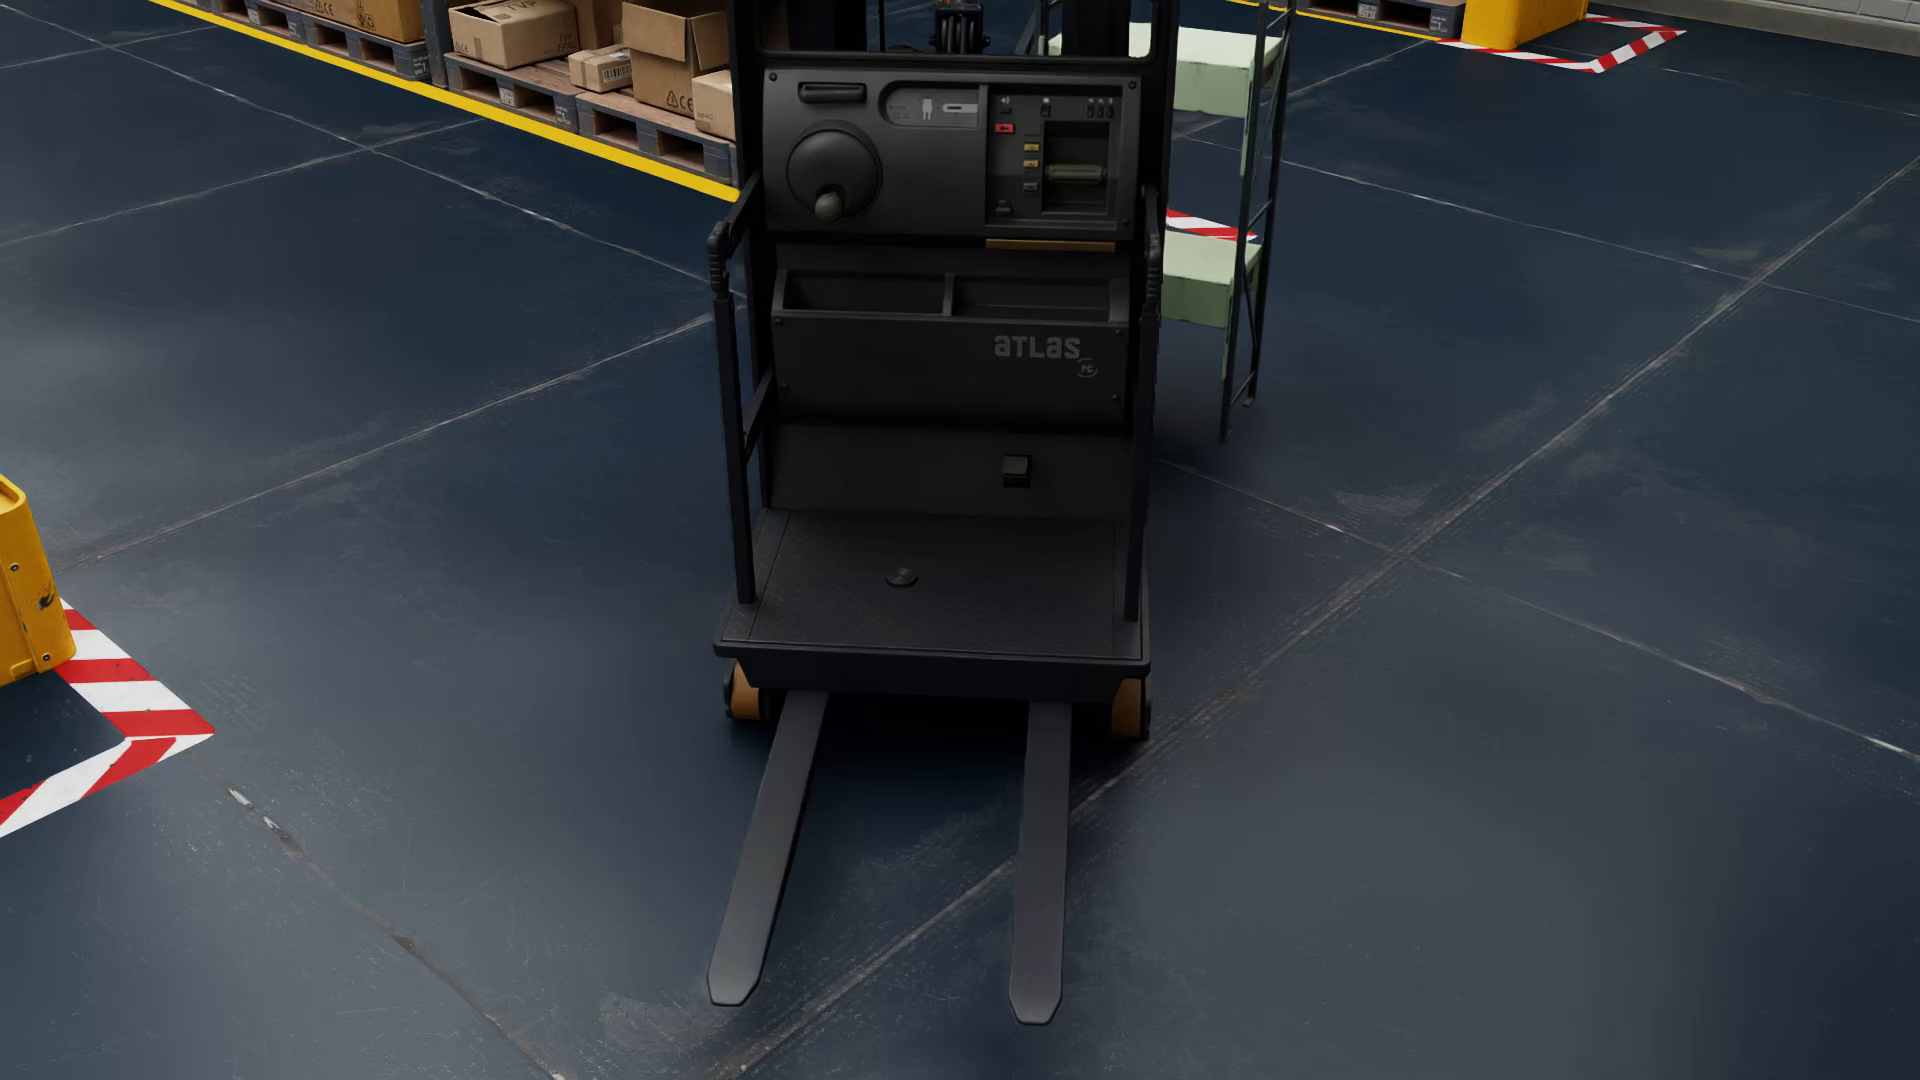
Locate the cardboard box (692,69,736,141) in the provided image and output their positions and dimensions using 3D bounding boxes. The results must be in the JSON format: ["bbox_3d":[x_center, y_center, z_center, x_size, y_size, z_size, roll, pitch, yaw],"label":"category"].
[{"bbox_3d":[-0.952,-2.137,8.131,0.500,0.250,0.500,25,39,35],"label":"cardboard box"}]

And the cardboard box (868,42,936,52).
[{"bbox_3d":[-0.268,-1.904,7.502,0.500,0.500,0.500,25,39,35],"label":"cardboard box"}]

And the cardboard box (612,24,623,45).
[{"bbox_3d":[-1.734,-2.848,9.411,0.250,0.149,0.380,25,39,35],"label":"cardboard box"}]

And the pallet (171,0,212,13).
[{"bbox_3d":[-5.103,-3.994,11.679,1.213,0.211,1.003,25,39,35],"label":"pallet"}]

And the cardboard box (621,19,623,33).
[{"bbox_3d":[-1.496,-2.765,9.115,0.500,0.311,0.500,25,39,35],"label":"cardboard box"}]

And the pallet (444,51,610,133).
[{"bbox_3d":[-2.156,-2.644,9.438,1.213,0.211,1.003,25,39,35],"label":"pallet"}]

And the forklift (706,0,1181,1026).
[{"bbox_3d":[-0.038,-0.911,3.921,1.130,2.935,3.031,2,31,4],"label":"forklift"}]

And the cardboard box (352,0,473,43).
[{"bbox_3d":[-3.223,-3.256,9.747,0.500,0.500,0.500,25,39,35],"label":"cardboard box"}]

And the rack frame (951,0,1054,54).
[{"bbox_3d":[0.301,-2.692,6.814,0.127,3.000,1.000,25,39,35],"label":"rack frame"}]

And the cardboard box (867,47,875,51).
[{"bbox_3d":[-0.653,-2.346,8.478,0.500,0.250,0.500,25,39,35],"label":"cardboard box"}]

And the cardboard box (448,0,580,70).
[{"bbox_3d":[-2.499,-2.885,9.315,0.500,0.311,0.500,25,39,35],"label":"cardboard box"}]

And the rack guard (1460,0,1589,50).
[{"bbox_3d":[3.640,-3.509,10.594,0.348,0.500,1.175,25,39,35],"label":"rack guard"}]

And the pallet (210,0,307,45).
[{"bbox_3d":[-4.202,-3.571,10.978,1.213,0.211,1.003,25,39,35],"label":"pallet"}]

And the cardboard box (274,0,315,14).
[{"bbox_3d":[-3.956,-3.604,10.325,0.500,0.500,0.500,26,39,36],"label":"cardboard box"}]

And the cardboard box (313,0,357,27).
[{"bbox_3d":[-3.584,-3.430,10.036,0.500,0.500,0.500,25,39,35],"label":"cardboard box"}]

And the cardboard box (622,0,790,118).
[{"bbox_3d":[-1.269,-2.548,8.567,0.637,0.503,0.797,25,39,35],"label":"cardboard box"}]

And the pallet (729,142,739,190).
[{"bbox_3d":[-0.347,-1.800,8.035,1.213,0.211,1.003,25,39,35],"label":"pallet"}]

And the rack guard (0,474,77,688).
[{"bbox_3d":[-2.999,0.275,4.309,0.348,0.500,1.175,25,39,35],"label":"rack guard"}]

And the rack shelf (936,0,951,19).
[{"bbox_3d":[-1.182,-3.076,8.150,4.000,0.370,1.077,25,39,35],"label":"rack shelf"}]

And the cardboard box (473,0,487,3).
[{"bbox_3d":[-2.860,-3.455,10.078,0.500,0.500,0.500,23,38,33],"label":"cardboard box"}]

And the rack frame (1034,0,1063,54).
[{"bbox_3d":[0.333,-1.237,5.847,0.023,1.500,0.400,13,33,21],"label":"rack frame"}]

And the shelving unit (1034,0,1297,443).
[{"bbox_3d":[0.666,-1.159,5.717,0.755,1.500,0.431,13,33,21],"label":"shelving unit"}]

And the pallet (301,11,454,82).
[{"bbox_3d":[-3.293,-3.149,10.277,1.213,0.211,1.003,25,39,35],"label":"pallet"}]

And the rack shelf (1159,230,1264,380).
[{"bbox_3d":[0.665,-0.878,5.883,0.720,0.370,0.431,13,33,21],"label":"rack shelf"}]

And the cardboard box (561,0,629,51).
[{"bbox_3d":[-2.052,-3.106,9.498,0.500,0.500,0.500,25,39,35],"label":"cardboard box"}]

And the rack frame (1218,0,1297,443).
[{"bbox_3d":[0.999,-1.081,5.587,0.023,1.500,0.400,13,33,21],"label":"rack frame"}]

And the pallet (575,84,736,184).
[{"bbox_3d":[-1.248,-2.222,8.736,1.213,0.211,1.003,25,39,35],"label":"pallet"}]

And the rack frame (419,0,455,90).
[{"bbox_3d":[-2.665,-4.077,9.114,0.127,3.000,1.000,25,39,35],"label":"rack frame"}]

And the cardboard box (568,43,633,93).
[{"bbox_3d":[-1.851,-2.528,8.861,0.250,0.166,0.380,25,39,35],"label":"cardboard box"}]

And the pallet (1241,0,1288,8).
[{"bbox_3d":[2.076,-4.062,11.794,1.213,0.211,1.003,25,39,35],"label":"pallet"}]

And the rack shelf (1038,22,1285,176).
[{"bbox_3d":[0.667,-1.494,5.518,0.720,0.370,0.431,13,33,21],"label":"rack shelf"}]

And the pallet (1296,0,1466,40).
[{"bbox_3d":[2.977,-3.640,11.092,1.213,0.211,1.003,25,39,35],"label":"pallet"}]
